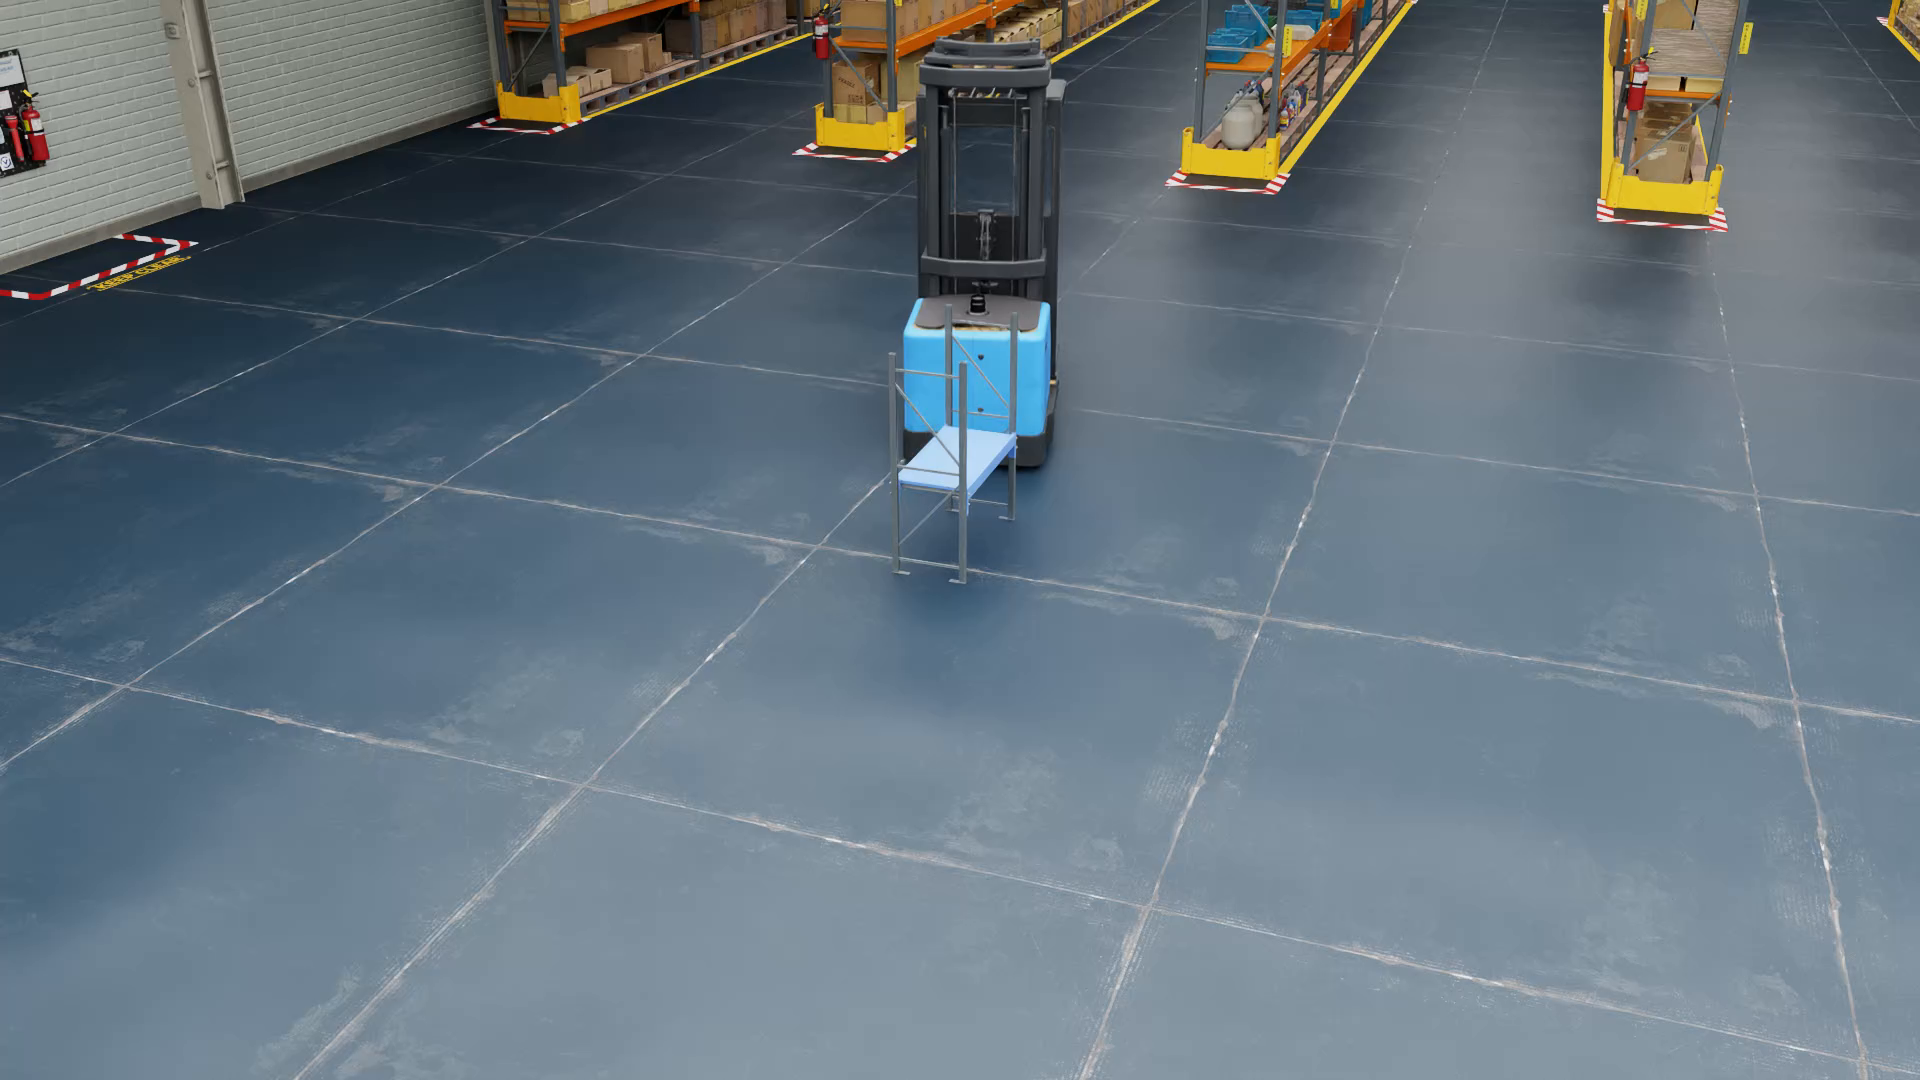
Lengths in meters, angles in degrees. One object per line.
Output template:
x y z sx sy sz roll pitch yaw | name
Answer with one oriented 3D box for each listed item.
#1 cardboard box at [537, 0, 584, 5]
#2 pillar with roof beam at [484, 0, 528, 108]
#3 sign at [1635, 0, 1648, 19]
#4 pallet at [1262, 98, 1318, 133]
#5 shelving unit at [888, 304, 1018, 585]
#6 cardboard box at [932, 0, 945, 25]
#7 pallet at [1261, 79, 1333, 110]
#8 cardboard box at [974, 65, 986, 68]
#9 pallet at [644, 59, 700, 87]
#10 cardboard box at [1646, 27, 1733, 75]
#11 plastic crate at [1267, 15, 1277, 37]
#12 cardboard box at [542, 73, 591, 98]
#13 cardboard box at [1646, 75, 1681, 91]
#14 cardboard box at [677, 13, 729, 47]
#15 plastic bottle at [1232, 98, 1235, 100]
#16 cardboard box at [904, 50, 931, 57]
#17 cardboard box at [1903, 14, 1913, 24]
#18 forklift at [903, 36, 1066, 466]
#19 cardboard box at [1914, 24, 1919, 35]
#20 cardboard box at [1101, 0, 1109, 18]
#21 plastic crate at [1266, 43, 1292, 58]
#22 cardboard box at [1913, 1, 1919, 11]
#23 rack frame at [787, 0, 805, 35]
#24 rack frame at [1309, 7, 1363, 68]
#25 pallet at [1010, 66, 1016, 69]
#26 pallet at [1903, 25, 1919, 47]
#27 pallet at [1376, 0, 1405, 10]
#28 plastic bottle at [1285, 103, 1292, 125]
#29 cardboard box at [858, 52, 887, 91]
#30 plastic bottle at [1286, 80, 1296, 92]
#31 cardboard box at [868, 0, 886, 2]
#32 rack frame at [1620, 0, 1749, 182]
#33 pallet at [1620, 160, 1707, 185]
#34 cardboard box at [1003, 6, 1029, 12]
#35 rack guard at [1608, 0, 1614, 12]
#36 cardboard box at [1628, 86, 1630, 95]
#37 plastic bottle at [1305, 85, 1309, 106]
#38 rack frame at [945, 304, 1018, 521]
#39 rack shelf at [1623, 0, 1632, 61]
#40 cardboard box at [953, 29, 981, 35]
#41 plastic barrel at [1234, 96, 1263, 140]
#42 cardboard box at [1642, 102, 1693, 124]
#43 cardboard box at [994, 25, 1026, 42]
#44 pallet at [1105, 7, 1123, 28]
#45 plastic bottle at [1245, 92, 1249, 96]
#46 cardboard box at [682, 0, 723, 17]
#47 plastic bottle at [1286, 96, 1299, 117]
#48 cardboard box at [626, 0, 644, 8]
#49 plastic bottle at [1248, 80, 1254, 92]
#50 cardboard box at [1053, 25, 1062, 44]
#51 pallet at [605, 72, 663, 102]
-5.538 -7.736 23.075 0.500 0.500 0.500 9 27 18 | cardboard box
-2.504 -9.794 21.152 9.100 9.000 0.400 9 27 17 | pillar with roof beam
7.516 -5.902 18.306 0.100 0.325 0.005 9 27 17 | sign
4.430 -5.987 23.373 1.003 0.211 1.213 9 27 17 | pallet
-0.028 -0.640 10.851 0.538 1.500 1.048 9 27 17 | shelving unit
-0.628 -7.460 23.100 0.700 0.500 0.500 10 27 19 | cardboard box
4.918 -6.585 24.609 1.003 0.211 1.213 9 27 17 | pallet
0.075 -6.961 24.858 0.500 0.250 0.500 9 27 17 | cardboard box
-4.840 -7.412 26.317 1.003 0.211 1.213 9 27 17 | pallet
8.241 -5.551 18.816 0.875 0.500 0.500 9 27 17 | cardboard box
3.975 -6.900 22.301 0.450 0.188 0.662 9 27 17 | plastic crate
-5.666 -6.564 23.945 0.500 0.311 0.500 6 26 12 | cardboard box
7.933 -5.184 18.803 0.380 0.149 0.250 9 27 17 | cardboard box
-4.296 -8.546 27.822 0.700 0.500 0.500 8 27 16 | cardboard box
3.715 -5.815 22.439 0.152 0.276 0.135 8 27 16 | plastic bottle
-0.601 -6.478 23.001 0.500 0.500 0.500 9 27 17 | cardboard box
17.250 -9.390 29.990 0.380 0.149 0.250 9 27 18 | cardboard box
0.241 -2.468 12.984 1.130 2.935 3.031 2 26 5 | forklift
16.823 -8.862 28.901 0.380 0.149 0.250 9 27 17 | cardboard box
2.452 -9.940 30.701 0.500 0.500 0.500 9 27 18 | cardboard box
3.963 -6.071 20.648 0.298 0.136 0.250 9 27 17 | plastic crate
17.086 -9.428 29.387 0.380 0.149 0.250 9 27 18 | cardboard box
-3.318 -10.592 29.685 1.000 3.000 0.127 9 27 17 | rack frame
6.024 -9.156 26.718 1.000 3.000 0.127 9 27 17 | rack frame
0.231 -7.285 26.054 1.003 0.211 1.213 9 27 17 | pallet
17.264 -8.850 29.285 1.003 0.211 1.213 9 27 17 | pallet
8.375 -10.855 33.427 1.003 0.211 1.213 9 27 17 | pallet
4.373 -5.679 22.163 0.097 0.271 0.097 0 26 0 | plastic bottle
-1.091 -6.554 23.156 0.500 0.500 0.500 9 27 17 | cardboard box
4.614 -6.232 23.214 0.144 0.351 0.185 9 27 17 | plastic bottle
-0.974 -7.055 21.520 0.380 0.149 0.250 9 27 17 | cardboard box
8.032 -5.150 18.444 1.000 3.000 0.127 9 27 17 | rack frame
8.361 -4.255 19.795 1.003 0.211 1.213 9 27 17 | pallet
0.903 -8.907 28.234 0.500 0.311 0.500 10 27 19 | cardboard box
13.365 -10.610 32.590 1.175 0.500 0.348 9 27 17 | rack guard
9.950 -6.539 23.677 0.700 0.500 0.500 6 27 13 | cardboard box
4.844 -6.242 23.312 0.061 0.283 0.133 10 28 20 | plastic bottle
0.141 -0.849 11.282 0.500 1.500 0.032 9 27 17 | rack frame
10.029 -7.292 23.694 1.077 0.370 4.000 9 27 17 | rack shelf
0.055 -7.858 26.068 0.500 0.311 0.500 10 27 19 | cardboard box
3.676 -5.425 21.385 0.421 0.512 0.421 0 26 0 | plastic barrel
8.877 -5.196 20.926 0.500 0.500 0.500 6 27 13 | cardboard box
0.738 -7.987 26.334 0.500 0.311 0.500 8 27 16 | cardboard box
2.450 -9.924 31.506 1.003 0.211 1.213 9 27 17 | pallet
3.956 -6.067 22.964 0.097 0.271 0.097 0 26 0 | plastic bottle
-4.277 -8.845 27.580 0.500 0.250 0.500 8 27 16 | cardboard box
4.521 -5.900 22.614 0.152 0.276 0.135 9 27 18 | plastic bottle
-5.014 -8.032 24.546 0.500 0.250 0.500 9 27 18 | cardboard box
4.033 -6.246 23.243 0.144 0.351 0.185 10 27 19 | plastic bottle
1.409 -8.575 28.193 0.500 0.250 0.500 9 27 19 | cardboard box
-5.244 -6.909 25.278 1.003 0.211 1.213 9 27 17 | pallet
